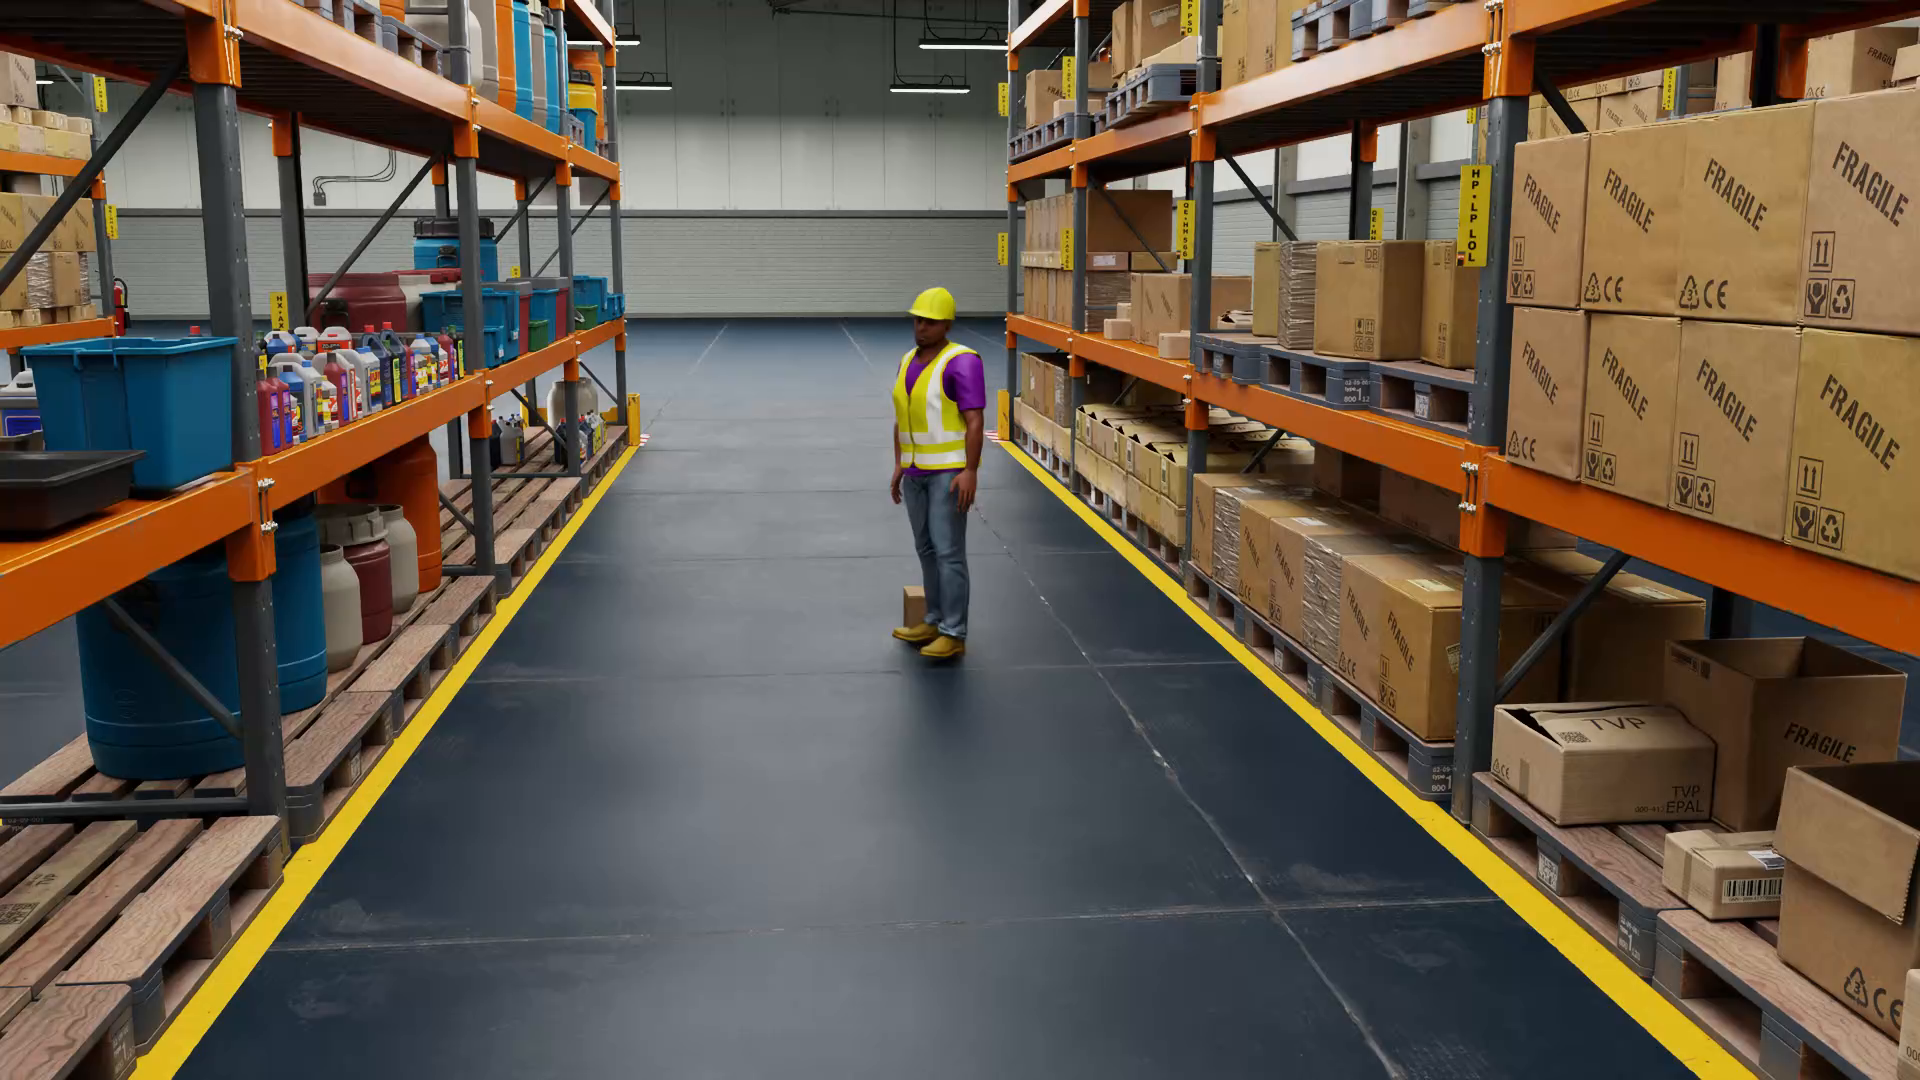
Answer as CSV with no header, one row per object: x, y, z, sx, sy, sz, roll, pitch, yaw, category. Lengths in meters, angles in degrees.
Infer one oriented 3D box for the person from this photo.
-0.134,-0.314,8.061,0.441,1.729,0.631,-8,12,-37,person
